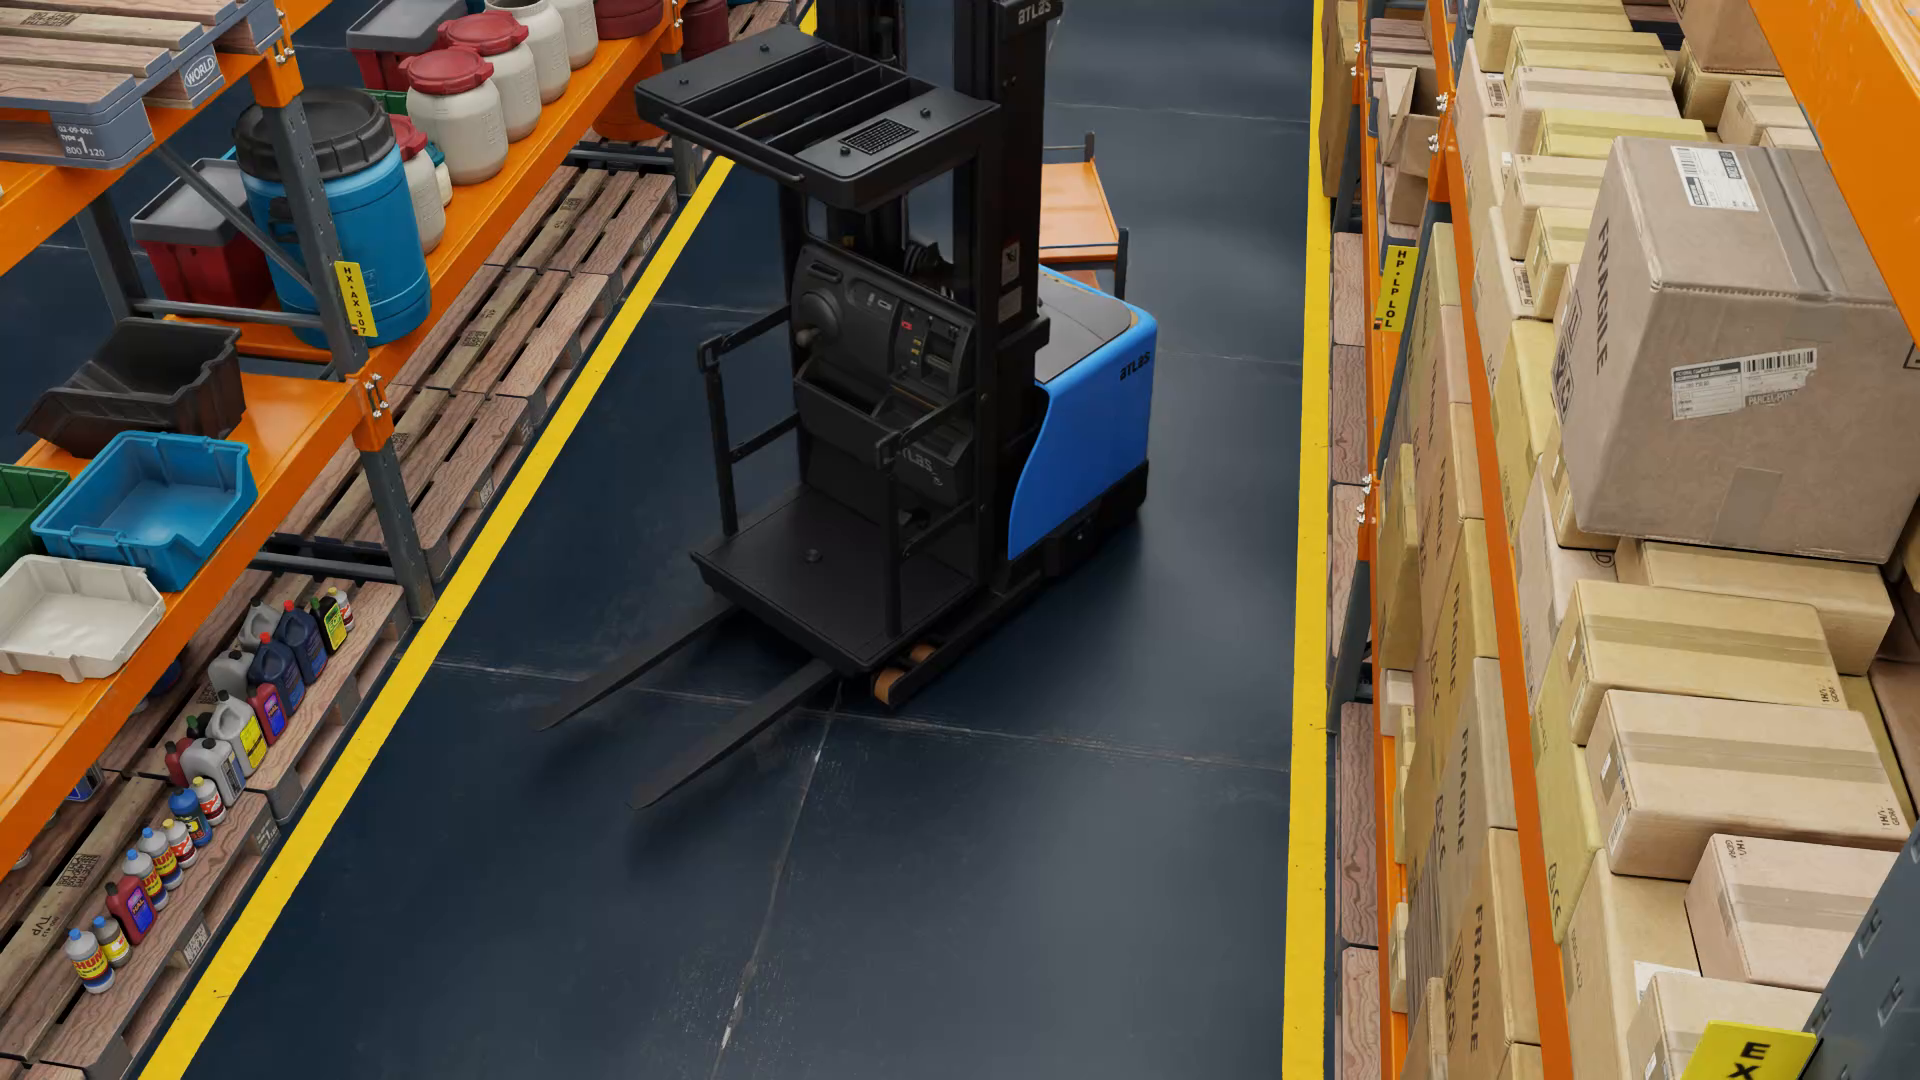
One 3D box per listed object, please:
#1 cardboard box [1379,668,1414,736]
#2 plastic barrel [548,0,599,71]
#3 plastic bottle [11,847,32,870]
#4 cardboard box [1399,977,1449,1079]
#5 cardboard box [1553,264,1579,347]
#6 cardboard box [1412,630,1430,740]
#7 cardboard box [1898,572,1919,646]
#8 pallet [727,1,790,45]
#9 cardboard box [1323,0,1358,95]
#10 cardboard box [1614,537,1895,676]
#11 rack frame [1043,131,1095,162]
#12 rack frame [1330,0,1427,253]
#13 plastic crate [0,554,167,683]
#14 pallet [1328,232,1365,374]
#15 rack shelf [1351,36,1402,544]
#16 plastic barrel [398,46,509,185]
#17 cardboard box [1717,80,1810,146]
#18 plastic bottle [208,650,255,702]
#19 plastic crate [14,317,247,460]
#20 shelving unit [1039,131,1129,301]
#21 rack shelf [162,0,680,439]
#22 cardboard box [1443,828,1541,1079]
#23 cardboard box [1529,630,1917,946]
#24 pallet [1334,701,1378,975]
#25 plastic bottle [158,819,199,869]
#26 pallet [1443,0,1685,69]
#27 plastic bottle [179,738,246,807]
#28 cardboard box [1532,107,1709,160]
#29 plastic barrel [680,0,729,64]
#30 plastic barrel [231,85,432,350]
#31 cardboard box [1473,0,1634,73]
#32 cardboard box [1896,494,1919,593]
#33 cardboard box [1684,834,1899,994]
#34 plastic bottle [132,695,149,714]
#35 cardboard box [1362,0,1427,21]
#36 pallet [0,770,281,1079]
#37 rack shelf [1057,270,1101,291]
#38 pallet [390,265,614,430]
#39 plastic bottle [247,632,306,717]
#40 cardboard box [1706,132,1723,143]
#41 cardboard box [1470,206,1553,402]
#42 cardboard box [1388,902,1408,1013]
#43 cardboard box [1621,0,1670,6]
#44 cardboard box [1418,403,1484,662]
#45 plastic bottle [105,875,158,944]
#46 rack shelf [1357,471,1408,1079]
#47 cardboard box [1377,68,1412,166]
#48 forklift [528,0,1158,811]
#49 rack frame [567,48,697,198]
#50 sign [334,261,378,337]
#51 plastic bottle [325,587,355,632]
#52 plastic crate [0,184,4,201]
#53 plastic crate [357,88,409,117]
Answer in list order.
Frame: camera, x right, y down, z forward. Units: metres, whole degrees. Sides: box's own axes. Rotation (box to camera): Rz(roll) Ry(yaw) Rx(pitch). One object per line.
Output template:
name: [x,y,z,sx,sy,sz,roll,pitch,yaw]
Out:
cardboard box: [1.493,0.485,5.103,0.380,0.149,0.250,6,40,8]
plastic barrel: [-2.138,-2.770,8.755,0.421,0.512,0.421,0,40,0]
plastic bottle: [-3.448,1.093,6.022,0.097,0.201,0.097,0,40,0]
cardboard box: [1.415,1.349,3.550,0.875,0.500,0.500,6,40,8]
cardboard box: [1.457,-0.433,3.468,0.380,0.149,0.250,7,40,9]
cardboard box: [1.769,0.418,4.676,0.875,0.500,0.500,6,40,8]
cardboard box: [1.825,0.133,2.783,0.380,0.149,0.250,6,40,8]
pallet: [-1.861,-3.584,12.016,1.003,0.211,1.213,6,40,8]
cardboard box: [3.010,-3.182,10.679,1.225,0.875,0.875,7,40,8]
cardboard box: [1.350,0.074,2.853,0.380,0.149,0.250,7,40,8]
rack frame: [0.449,-1.667,8.981,0.500,1.125,0.032,-4,40,-4]
rack frame: [2.708,-2.850,8.940,1.000,3.000,0.127,6,40,8]
plastic crate: [-2.894,0.263,5.382,0.530,0.136,0.437,6,40,8]
pallet: [2.572,-1.285,9.235,1.003,0.211,1.213,6,40,8]
rack shelf: [2.362,-1.317,7.651,1.077,0.370,4.000,6,40,8]
plastic barrel: [-2.354,-1.975,7.774,0.433,0.535,0.433,0,40,0]
cardboard box: [2.150,-1.031,4.190,0.380,0.149,0.250,5,40,5]
plastic bottle: [-2.873,0.550,6.619,0.152,0.276,0.135,6,40,8]
plastic crate: [-3.078,-0.547,6.203,0.767,0.338,0.504,6,40,8]
shelving unit: [0.498,-1.345,8.591,0.538,1.125,1.048,-4,40,-4]
rack shelf: [-2.516,-1.863,8.311,1.077,0.370,4.000,6,40,8]
cardboard box: [1.257,0.946,3.253,0.500,0.500,0.500,6,40,8]
cardboard box: [1.241,0.428,2.738,0.500,0.250,0.500,7,40,8]
pallet: [1.935,1.161,6.277,1.003,0.211,1.213,6,40,8]
plastic bottle: [-2.840,1.090,6.025,0.097,0.201,0.097,0,40,0]
pallet: [2.228,-1.799,5.462,1.213,0.211,1.003,6,40,8]
plastic bottle: [-2.811,0.855,6.251,0.152,0.276,0.135,7,40,8]
cardboard box: [1.610,-0.920,4.056,0.380,0.149,0.250,8,40,9]
plastic barrel: [-1.907,-3.646,11.466,0.600,0.588,0.708,6,40,8]
plastic barrel: [-2.497,-1.288,6.657,0.600,0.901,0.708,6,40,8]
cardboard box: [1.656,-1.421,4.663,0.380,0.149,0.250,5,40,6]
cardboard box: [1.847,-0.233,2.716,0.500,0.500,0.500,6,40,7]
cardboard box: [1.225,0.560,2.266,0.380,0.149,0.250,5,40,6]
plastic bottle: [-3.317,0.562,6.609,0.097,0.271,0.097,0,40,0]
cardboard box: [2.550,-3.225,9.315,0.500,0.500,0.500,8,40,9]
pallet: [-3.228,1.374,6.019,1.003,0.211,1.213,6,40,8]
rack shelf: [0.498,-1.157,8.747,0.538,0.278,1.000,-4,40,-4]
pallet: [-2.556,-1.076,8.982,1.003,0.211,1.213,6,40,8]
plastic bottle: [-2.723,0.522,6.595,0.144,0.351,0.185,5,40,5]
cardboard box: [2.094,-0.796,4.219,0.500,0.250,0.500,7,40,9]
cardboard box: [1.503,-0.540,3.910,0.500,0.250,0.500,5,40,6]
cardboard box: [1.326,1.113,4.344,0.380,0.149,0.250,6,40,8]
cardboard box: [2.195,-1.981,5.124,0.797,0.503,0.637,5,40,5]
cardboard box: [1.516,0.004,4.391,0.500,0.500,0.500,6,40,8]
plastic bottle: [-2.876,1.259,5.757,0.061,0.283,0.133,7,40,8]
rack shelf: [1.670,1.193,4.614,1.077,0.370,4.000,6,40,8]
cardboard box: [2.192,-1.927,7.612,0.500,0.250,0.500,5,40,6]
forklift: [-0.463,-0.800,6.514,1.130,2.935,3.031,30,48,31]
rack frame: [-2.170,-3.396,9.600,1.000,3.000,0.127,6,40,8]
sign: [-2.322,-0.925,6.394,0.100,0.325,0.005,6,40,8]
plastic bottle: [-2.618,0.285,6.998,0.097,0.201,0.097,0,40,0]
plastic crate: [-2.742,-0.888,4.420,0.243,0.136,0.396,6,40,8]
plastic crate: [-2.839,-1.928,7.991,0.450,0.188,0.662,6,40,8]
